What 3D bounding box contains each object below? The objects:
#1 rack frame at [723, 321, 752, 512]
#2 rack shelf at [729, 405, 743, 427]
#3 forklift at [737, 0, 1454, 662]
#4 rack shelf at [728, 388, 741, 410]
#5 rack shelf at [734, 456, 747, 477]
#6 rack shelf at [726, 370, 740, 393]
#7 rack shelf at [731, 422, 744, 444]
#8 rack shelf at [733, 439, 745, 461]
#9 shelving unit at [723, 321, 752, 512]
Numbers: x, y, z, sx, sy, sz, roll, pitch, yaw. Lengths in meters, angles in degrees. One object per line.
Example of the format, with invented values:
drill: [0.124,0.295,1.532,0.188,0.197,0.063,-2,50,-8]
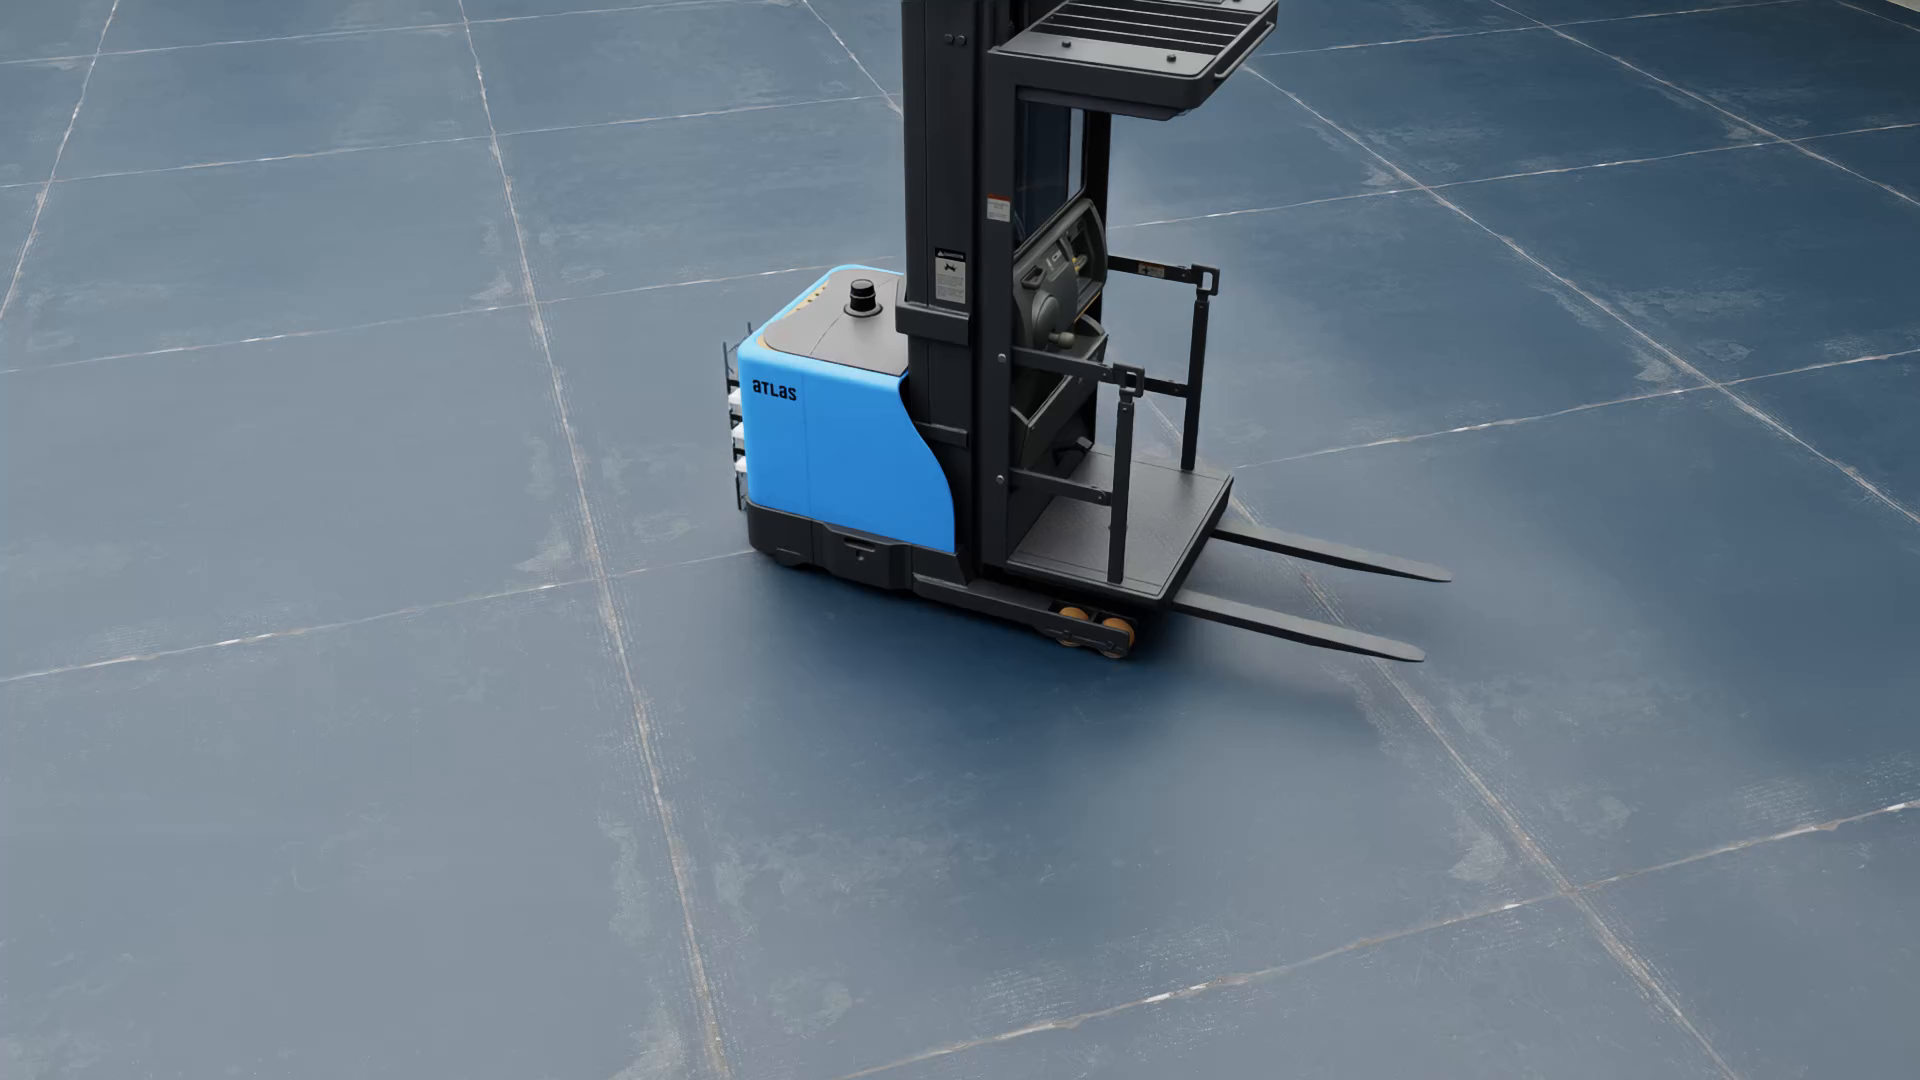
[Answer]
rack frame: [-1.011,-0.569,7.794,0.006,0.900,0.240,14,36,20]
rack shelf: [-0.918,-0.594,7.728,0.200,0.077,0.258,14,36,20]
forklift: [0.596,-1.061,6.697,3.031,2.935,1.130,14,36,20]
rack shelf: [-0.919,-0.669,7.679,0.200,0.077,0.258,14,36,20]
rack shelf: [-0.917,-0.368,7.876,0.200,0.077,0.258,14,36,20]
rack shelf: [-0.919,-0.744,7.629,0.200,0.077,0.258,14,36,20]
rack shelf: [-0.918,-0.519,7.778,0.200,0.077,0.258,14,36,20]
rack shelf: [-0.917,-0.443,7.827,0.200,0.077,0.258,14,36,20]
shelving unit: [-0.918,-0.546,7.759,0.210,0.900,0.258,14,36,20]
